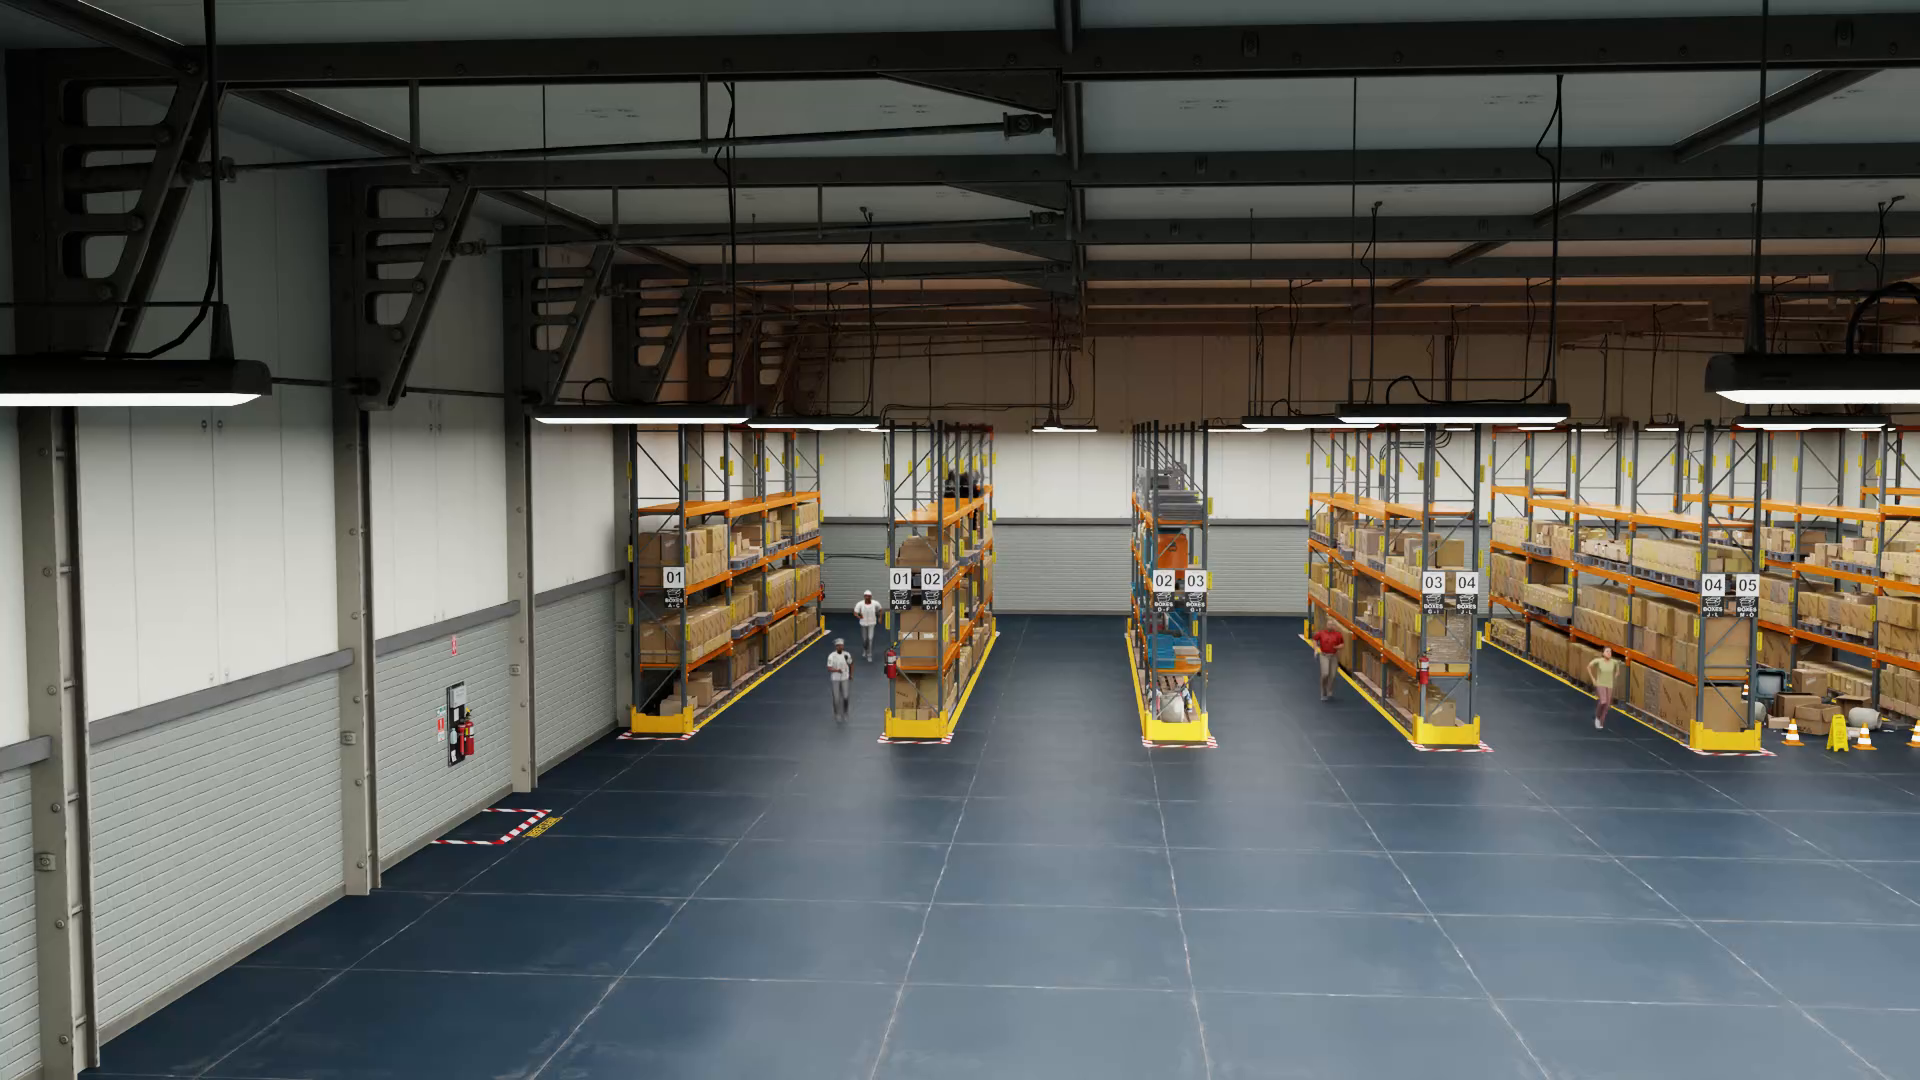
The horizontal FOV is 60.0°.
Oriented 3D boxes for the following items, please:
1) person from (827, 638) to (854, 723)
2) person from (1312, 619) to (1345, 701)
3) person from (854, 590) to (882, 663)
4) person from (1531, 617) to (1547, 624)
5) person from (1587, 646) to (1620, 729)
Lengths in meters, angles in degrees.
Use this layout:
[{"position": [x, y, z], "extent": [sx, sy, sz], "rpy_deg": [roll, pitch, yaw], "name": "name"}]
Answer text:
[{"position": [-2.359, 2.790, 32.991], "extent": [0.546, 1.689, 0.670], "rpy_deg": [-1, 4, -9], "name": "person"}, {"position": [7.975, 2.604, 35.923], "extent": [0.637, 1.779, 0.746], "rpy_deg": [0, 4, 1], "name": "person"}, {"position": [-2.336, 2.166, 42.201], "extent": [0.723, 1.793, 0.864], "rpy_deg": [0, 4, 0], "name": "person"}, {"position": [16.561, 1.834, 47.421], "extent": [0.893, 1.838, 0.695], "rpy_deg": [0, 4, 3], "name": "person"}, {"position": [12.488, 2.852, 32.195], "extent": [0.574, 1.627, 0.652], "rpy_deg": [0, 4, 1], "name": "person"}]
